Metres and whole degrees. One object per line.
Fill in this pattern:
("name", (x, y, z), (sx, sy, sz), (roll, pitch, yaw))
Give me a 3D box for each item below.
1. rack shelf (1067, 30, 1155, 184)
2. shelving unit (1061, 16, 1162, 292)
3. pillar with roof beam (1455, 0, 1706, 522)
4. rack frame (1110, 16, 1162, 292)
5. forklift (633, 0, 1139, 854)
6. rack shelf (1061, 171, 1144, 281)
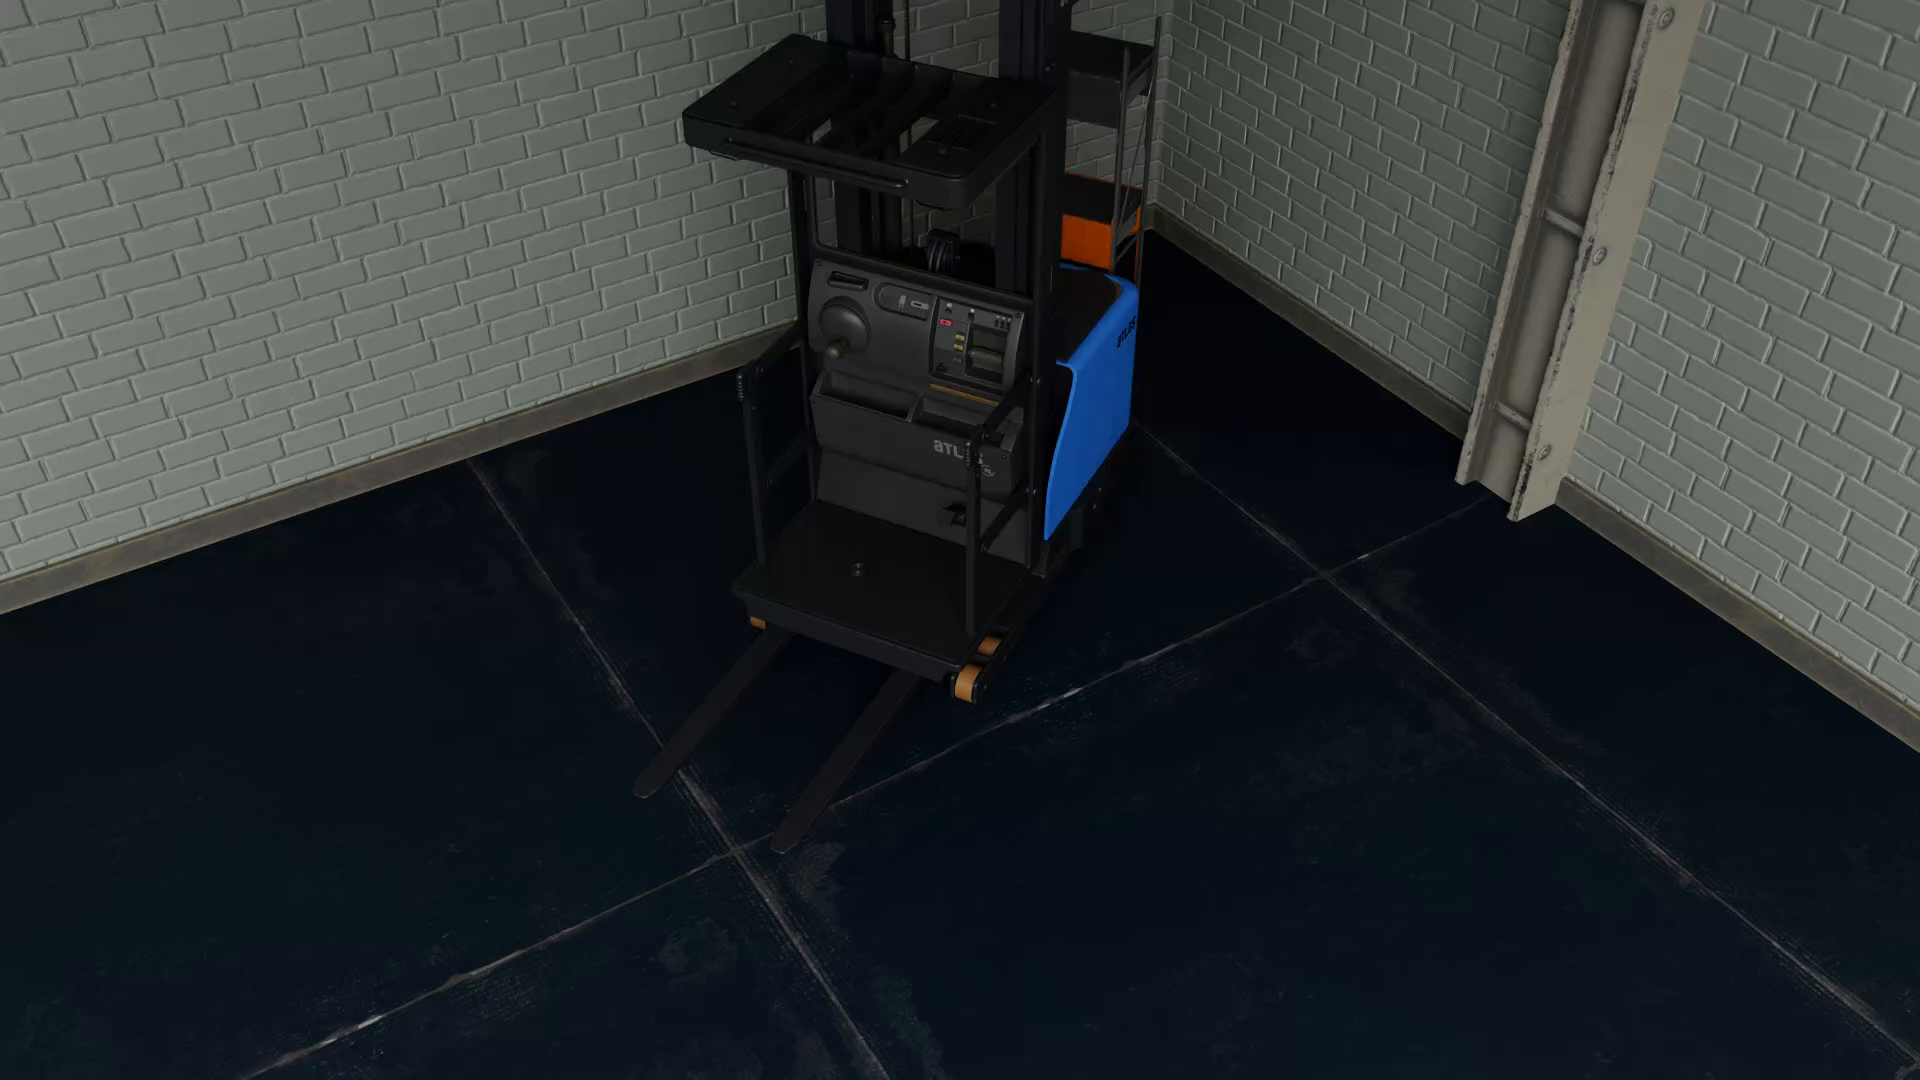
("rack shelf", (0.569, -1.969, 7.461), (0.480, 0.518, 0.431), (18, 43, 20))
("shelving unit", (0.569, -1.442, 7.901), (0.503, 2.100, 0.431), (18, 43, 20))
("pillar with roof beam", (-0.968, -2.220, 3.445), (9.100, 9.000, 0.400), (-22, 45, -24))
("rack frame", (0.788, -1.373, 7.818), (0.015, 2.100, 0.400), (18, 43, 20))
("forklift", (-0.276, -0.769, 6.444), (1.130, 2.935, 3.031), (18, 43, 20))
("rack shelf", (0.569, -1.431, 7.910), (0.480, 0.518, 0.431), (18, 43, 20))
